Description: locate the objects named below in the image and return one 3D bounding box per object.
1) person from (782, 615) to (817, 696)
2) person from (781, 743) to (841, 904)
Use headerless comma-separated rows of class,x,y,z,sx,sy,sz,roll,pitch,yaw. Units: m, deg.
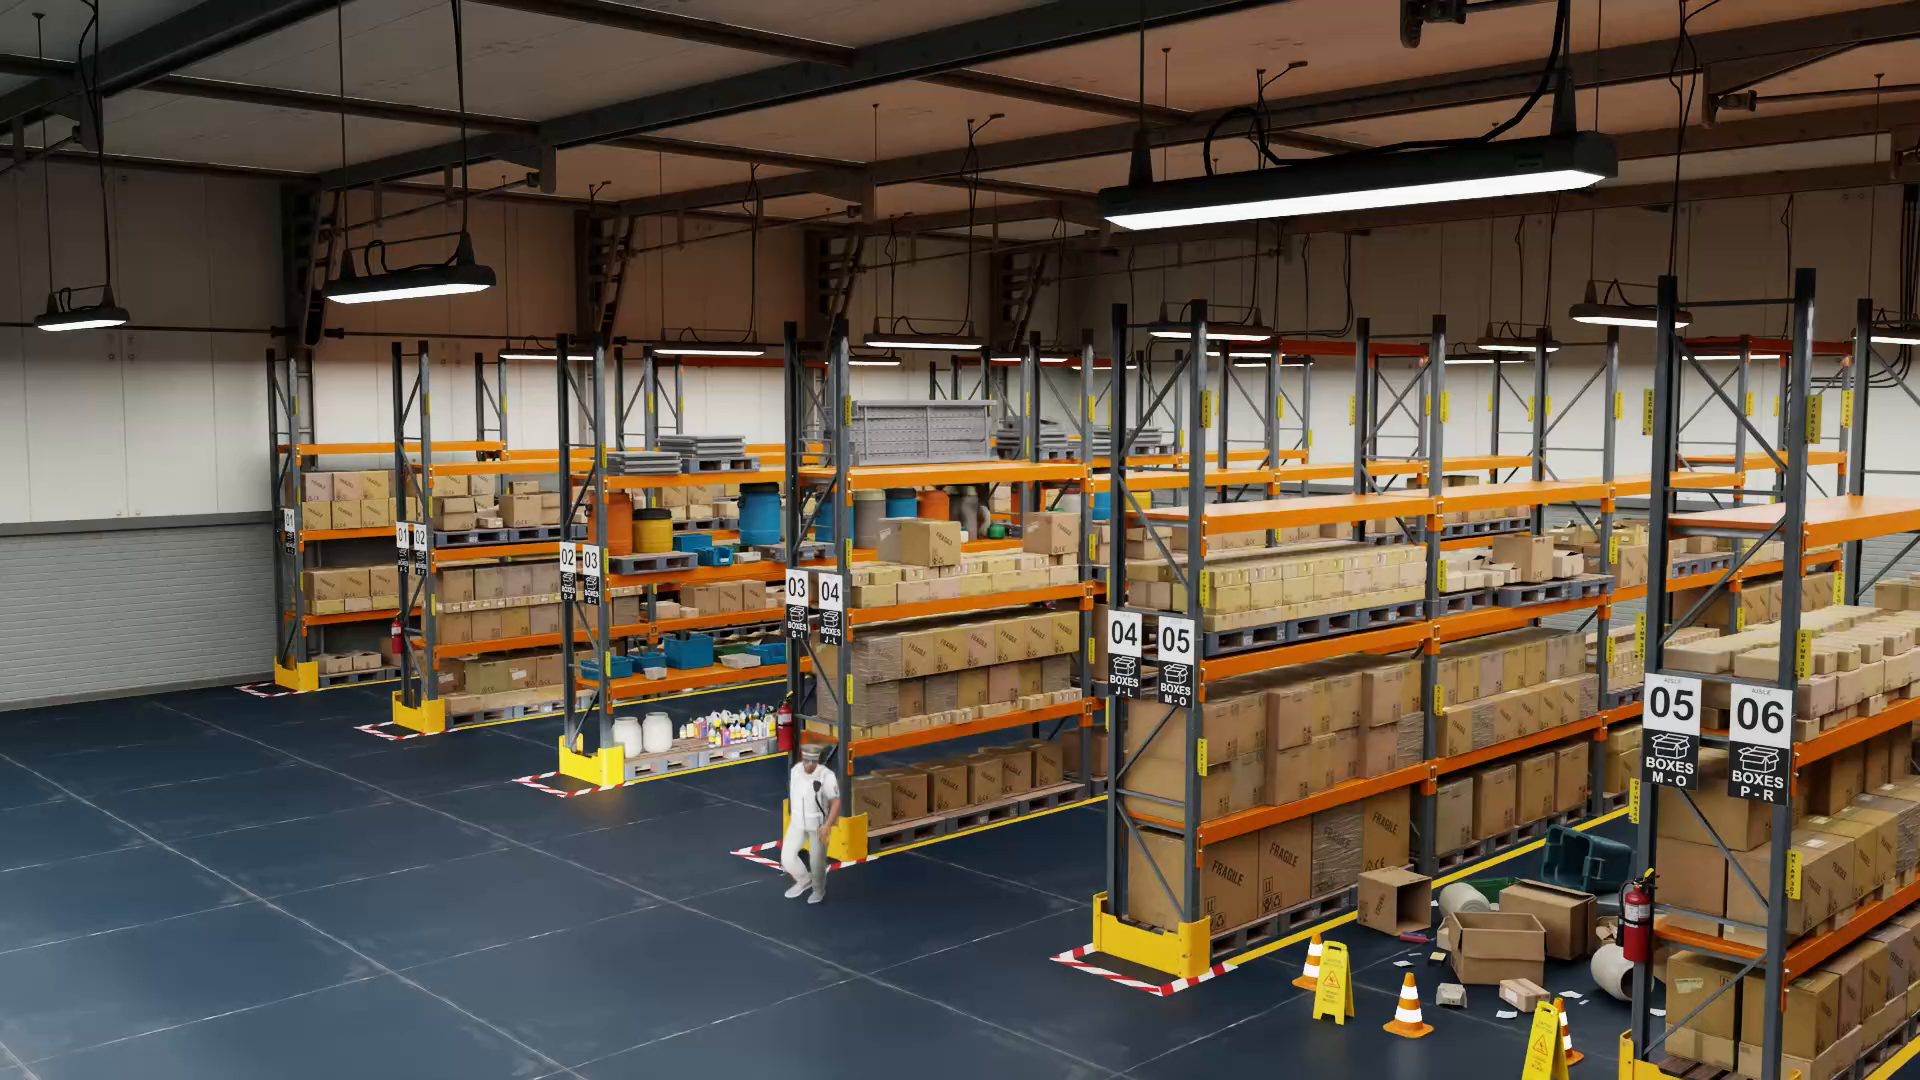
person,-2.698,1.867,28.434,0.701,1.714,0.784,0,5,-3
person,-1.488,2.869,16.780,0.647,1.694,0.733,1,5,14
